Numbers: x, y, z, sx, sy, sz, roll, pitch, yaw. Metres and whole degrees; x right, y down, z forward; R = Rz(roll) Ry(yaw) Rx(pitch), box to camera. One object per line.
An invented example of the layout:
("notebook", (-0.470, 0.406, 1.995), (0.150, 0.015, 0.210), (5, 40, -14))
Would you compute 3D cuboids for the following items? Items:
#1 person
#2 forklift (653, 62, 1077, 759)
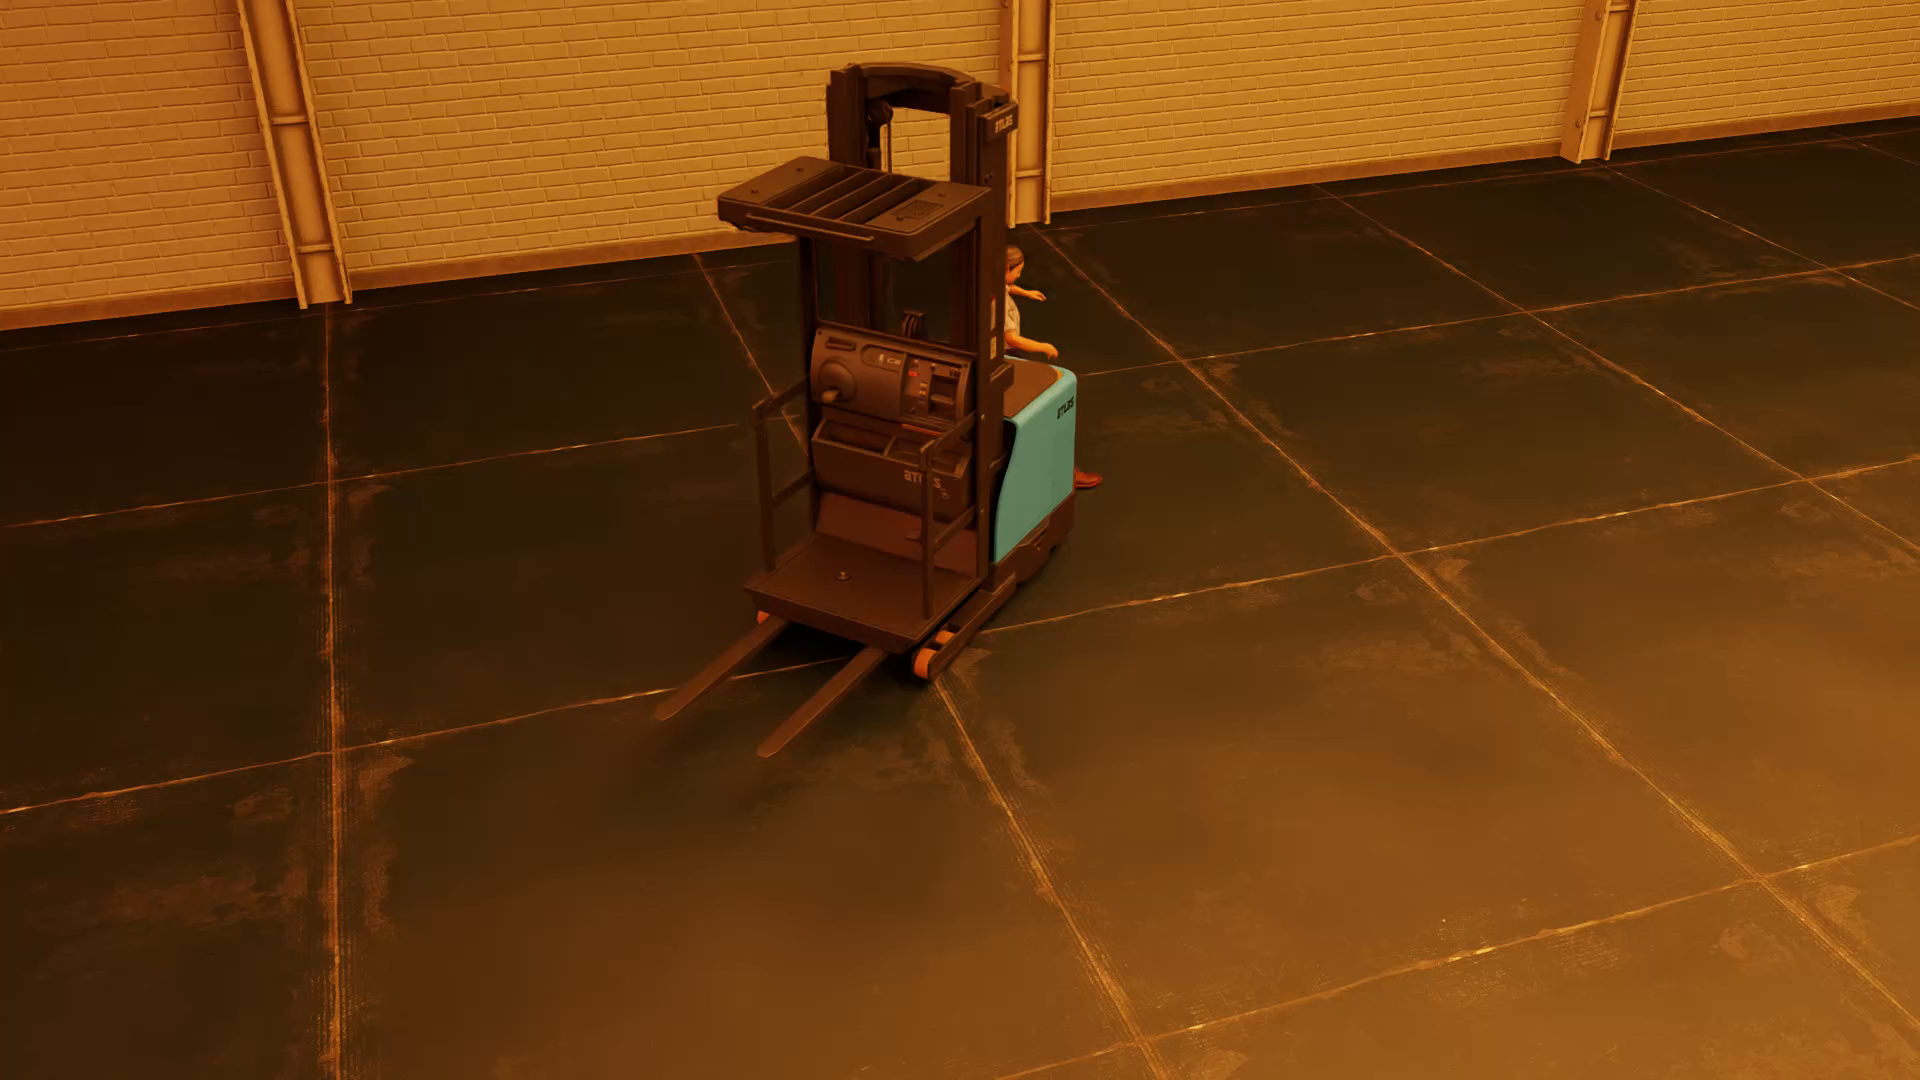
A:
("person", (0.355, -1.202, 10.674), (0.912, 1.470, 1.195), (-6, 30, -10))
("forklift", (-0.468, -0.793, 8.466), (1.130, 2.935, 3.031), (15, 33, 25))
